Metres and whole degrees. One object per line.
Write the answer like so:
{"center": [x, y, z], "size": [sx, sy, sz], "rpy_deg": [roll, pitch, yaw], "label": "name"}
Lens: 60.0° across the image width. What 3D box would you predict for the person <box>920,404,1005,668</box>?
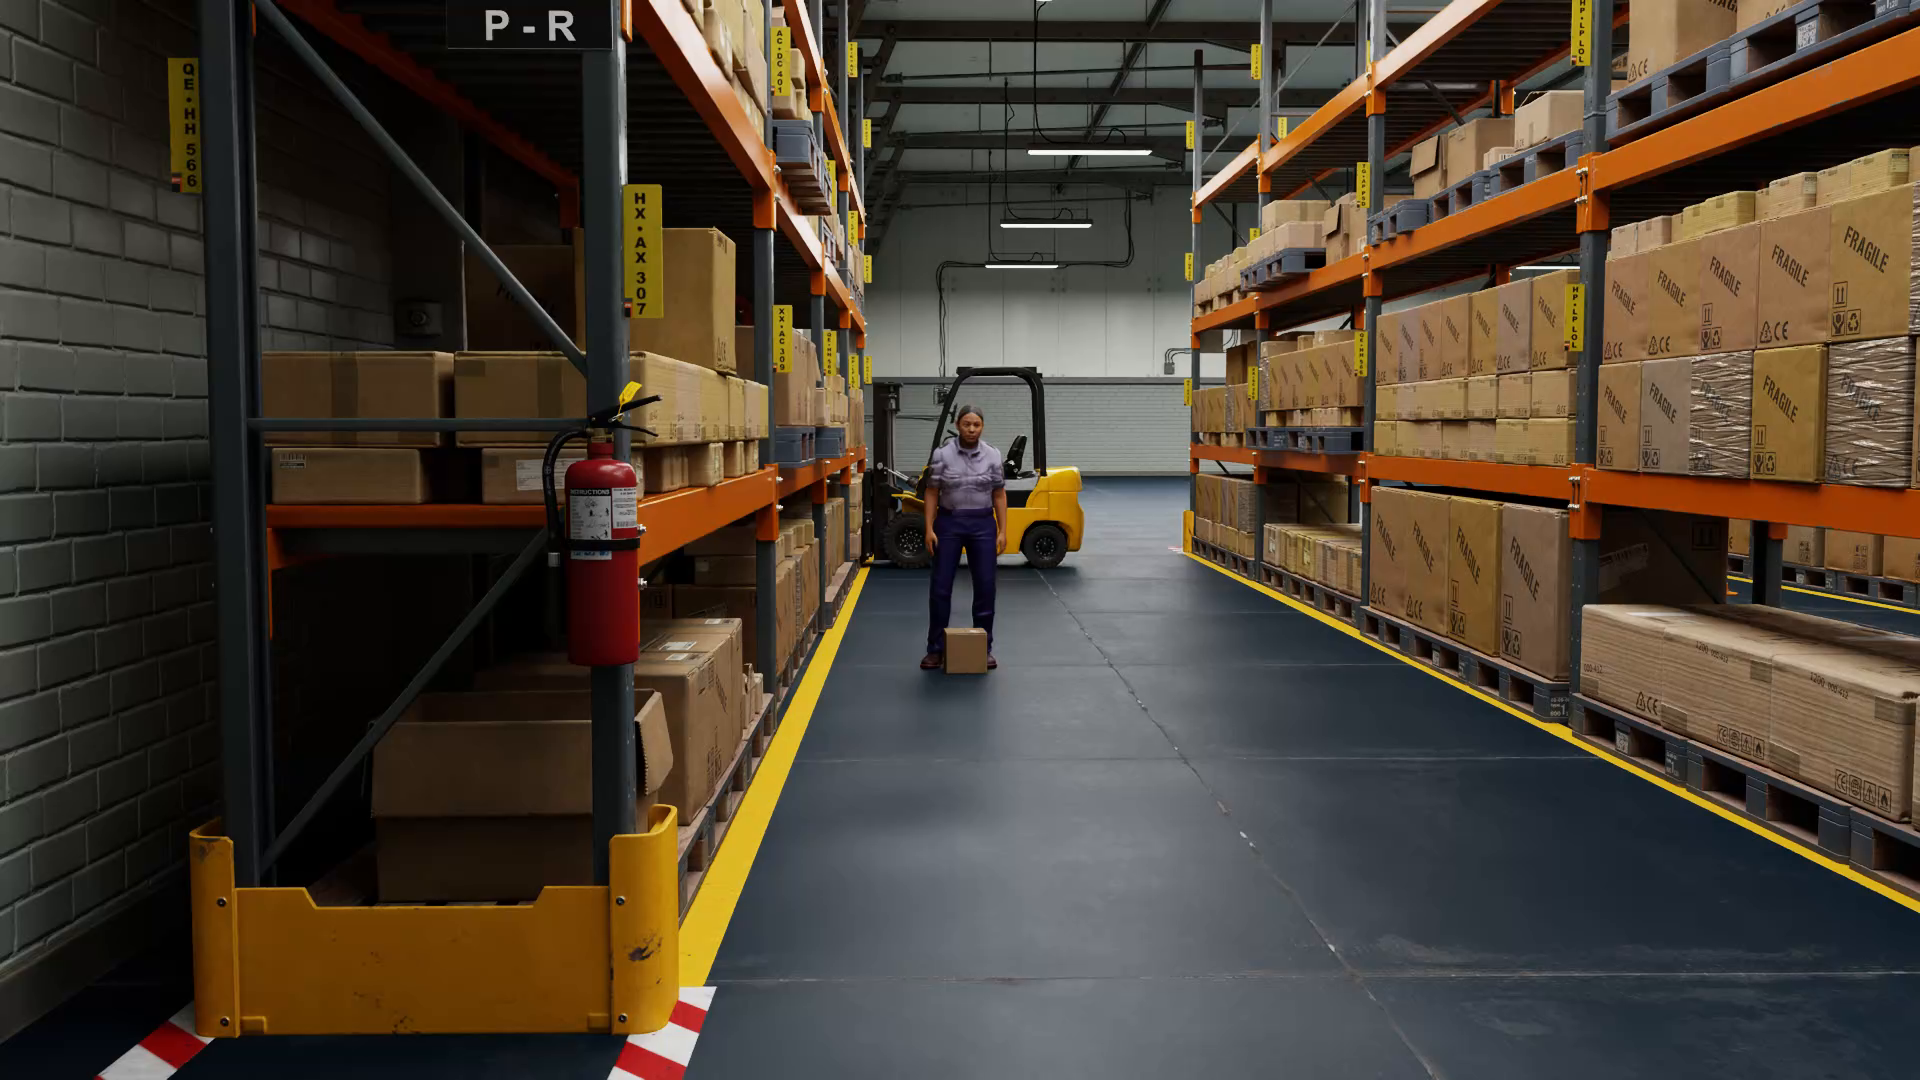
{"center": [0.014, -0.022, 10.493], "size": [0.544, 1.636, 0.366], "rpy_deg": [0, 4, -4], "label": "person"}
